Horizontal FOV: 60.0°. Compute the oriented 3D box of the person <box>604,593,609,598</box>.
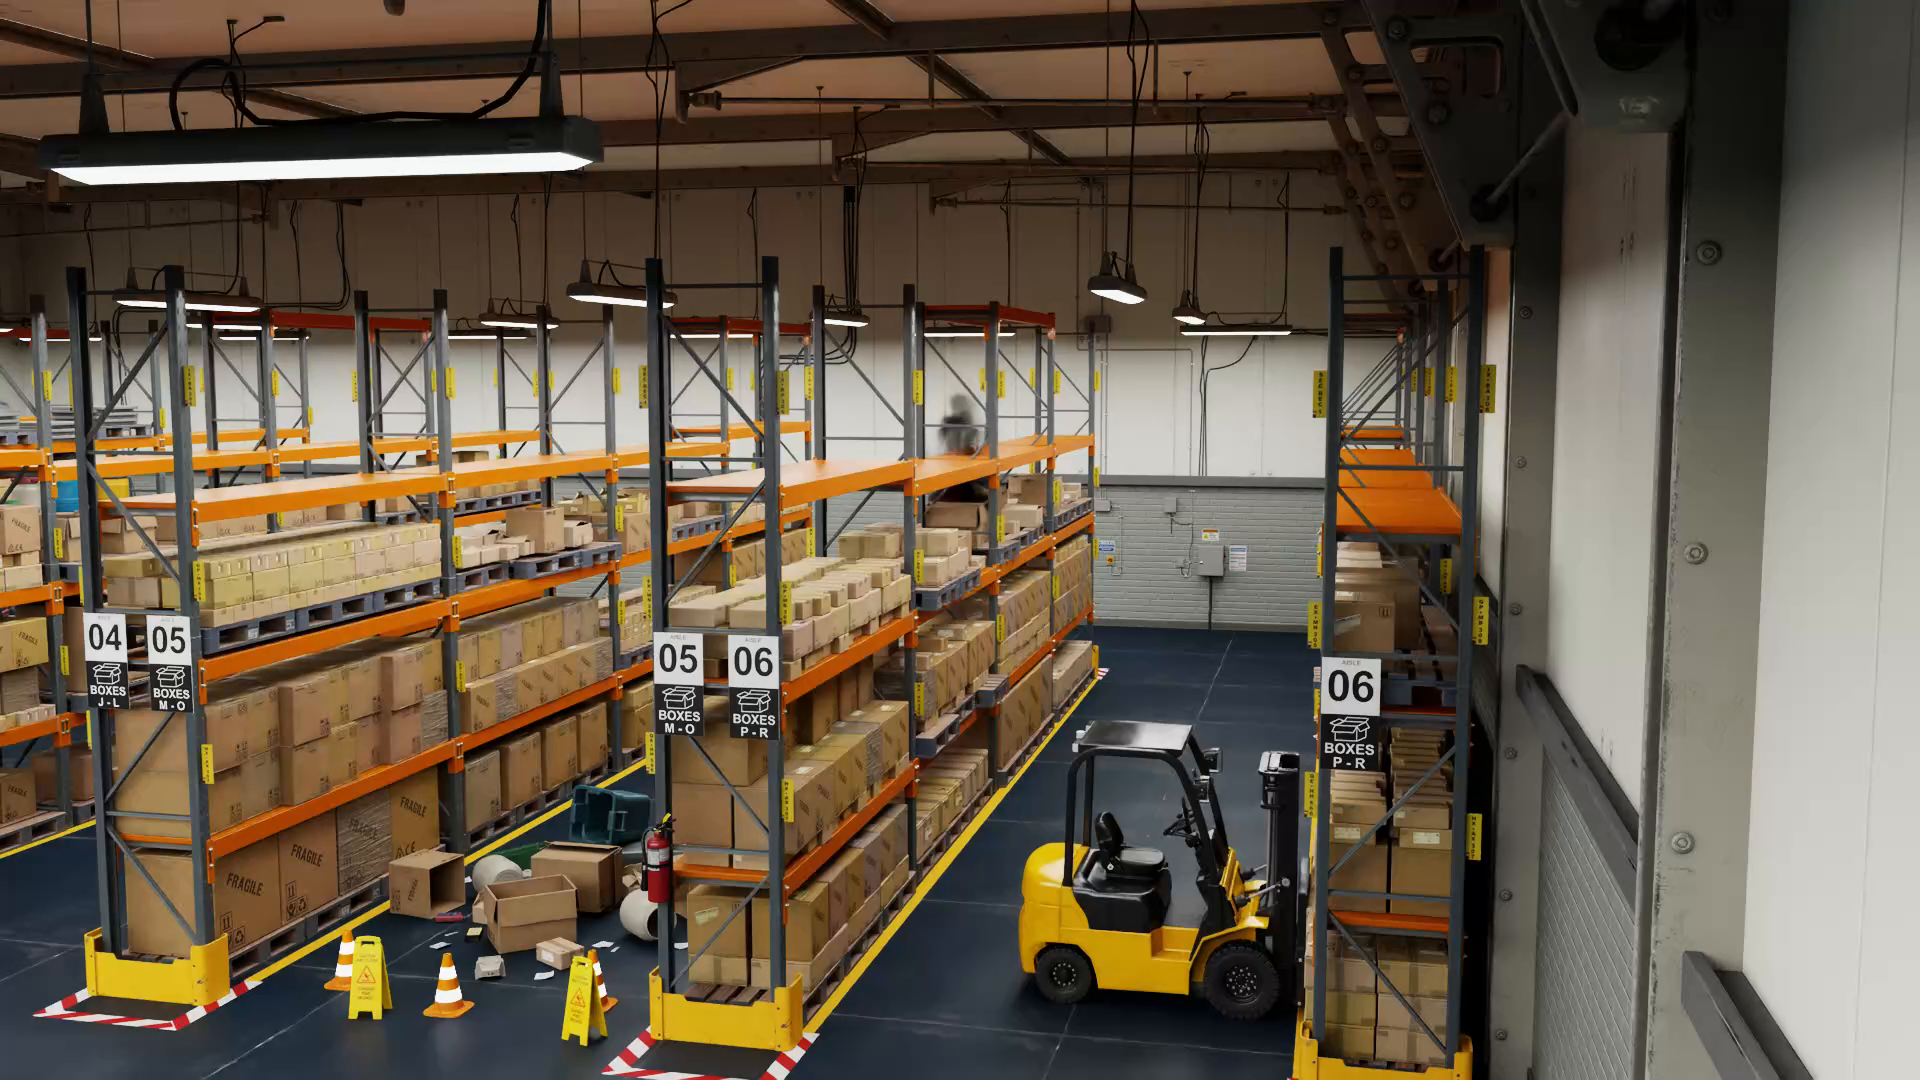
[{"bbox_3d":[-5.522,1.625,26.407,0.639,1.611,0.777,1,6,9],"label":"person"}]
